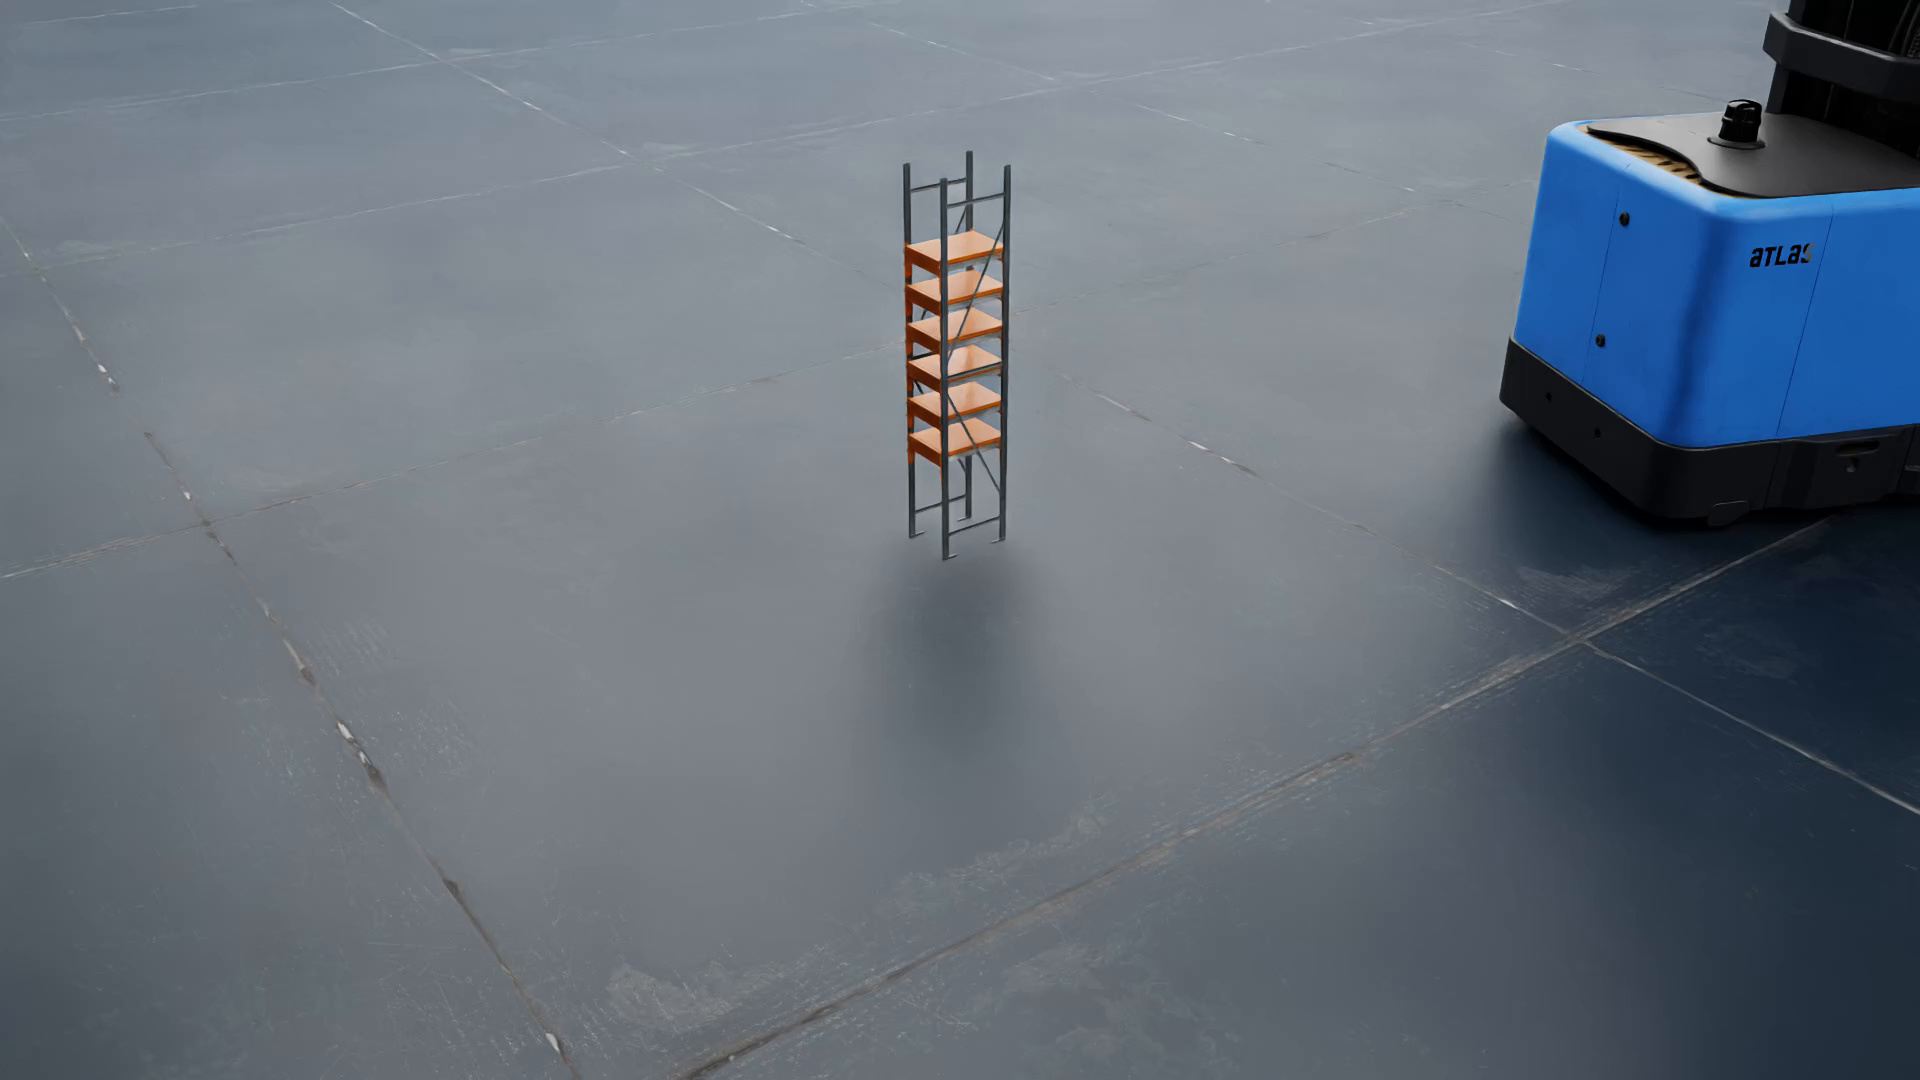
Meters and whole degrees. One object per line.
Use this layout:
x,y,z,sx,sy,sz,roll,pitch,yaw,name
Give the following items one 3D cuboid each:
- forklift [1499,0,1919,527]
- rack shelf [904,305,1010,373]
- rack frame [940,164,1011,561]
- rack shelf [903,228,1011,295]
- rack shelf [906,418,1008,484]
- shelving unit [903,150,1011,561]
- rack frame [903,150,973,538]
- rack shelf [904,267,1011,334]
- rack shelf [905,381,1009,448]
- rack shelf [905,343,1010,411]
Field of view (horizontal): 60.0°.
3.531,-1.691,5.293,3.031,2.935,1.130,-7,29,-12,forklift
-0.008,-0.599,4.938,0.258,0.103,0.180,-19,34,-31,rack shelf
0.045,-0.497,4.909,0.240,1.200,0.006,-19,34,-31,rack frame
-0.008,-0.810,4.823,0.258,0.103,0.180,-19,34,-31,rack shelf
-0.008,-0.283,5.110,0.258,0.103,0.180,-19,34,-31,rack shelf
-0.008,-0.533,4.974,0.258,1.200,0.189,-19,34,-31,shelving unit
-0.061,-0.568,5.040,0.240,1.200,0.006,-19,34,-31,rack frame
-0.008,-0.705,4.881,0.258,0.103,0.180,-19,34,-31,rack shelf
-0.008,-0.388,5.052,0.258,0.103,0.180,-19,34,-31,rack shelf
-0.008,-0.494,4.995,0.258,0.103,0.180,-19,34,-31,rack shelf
